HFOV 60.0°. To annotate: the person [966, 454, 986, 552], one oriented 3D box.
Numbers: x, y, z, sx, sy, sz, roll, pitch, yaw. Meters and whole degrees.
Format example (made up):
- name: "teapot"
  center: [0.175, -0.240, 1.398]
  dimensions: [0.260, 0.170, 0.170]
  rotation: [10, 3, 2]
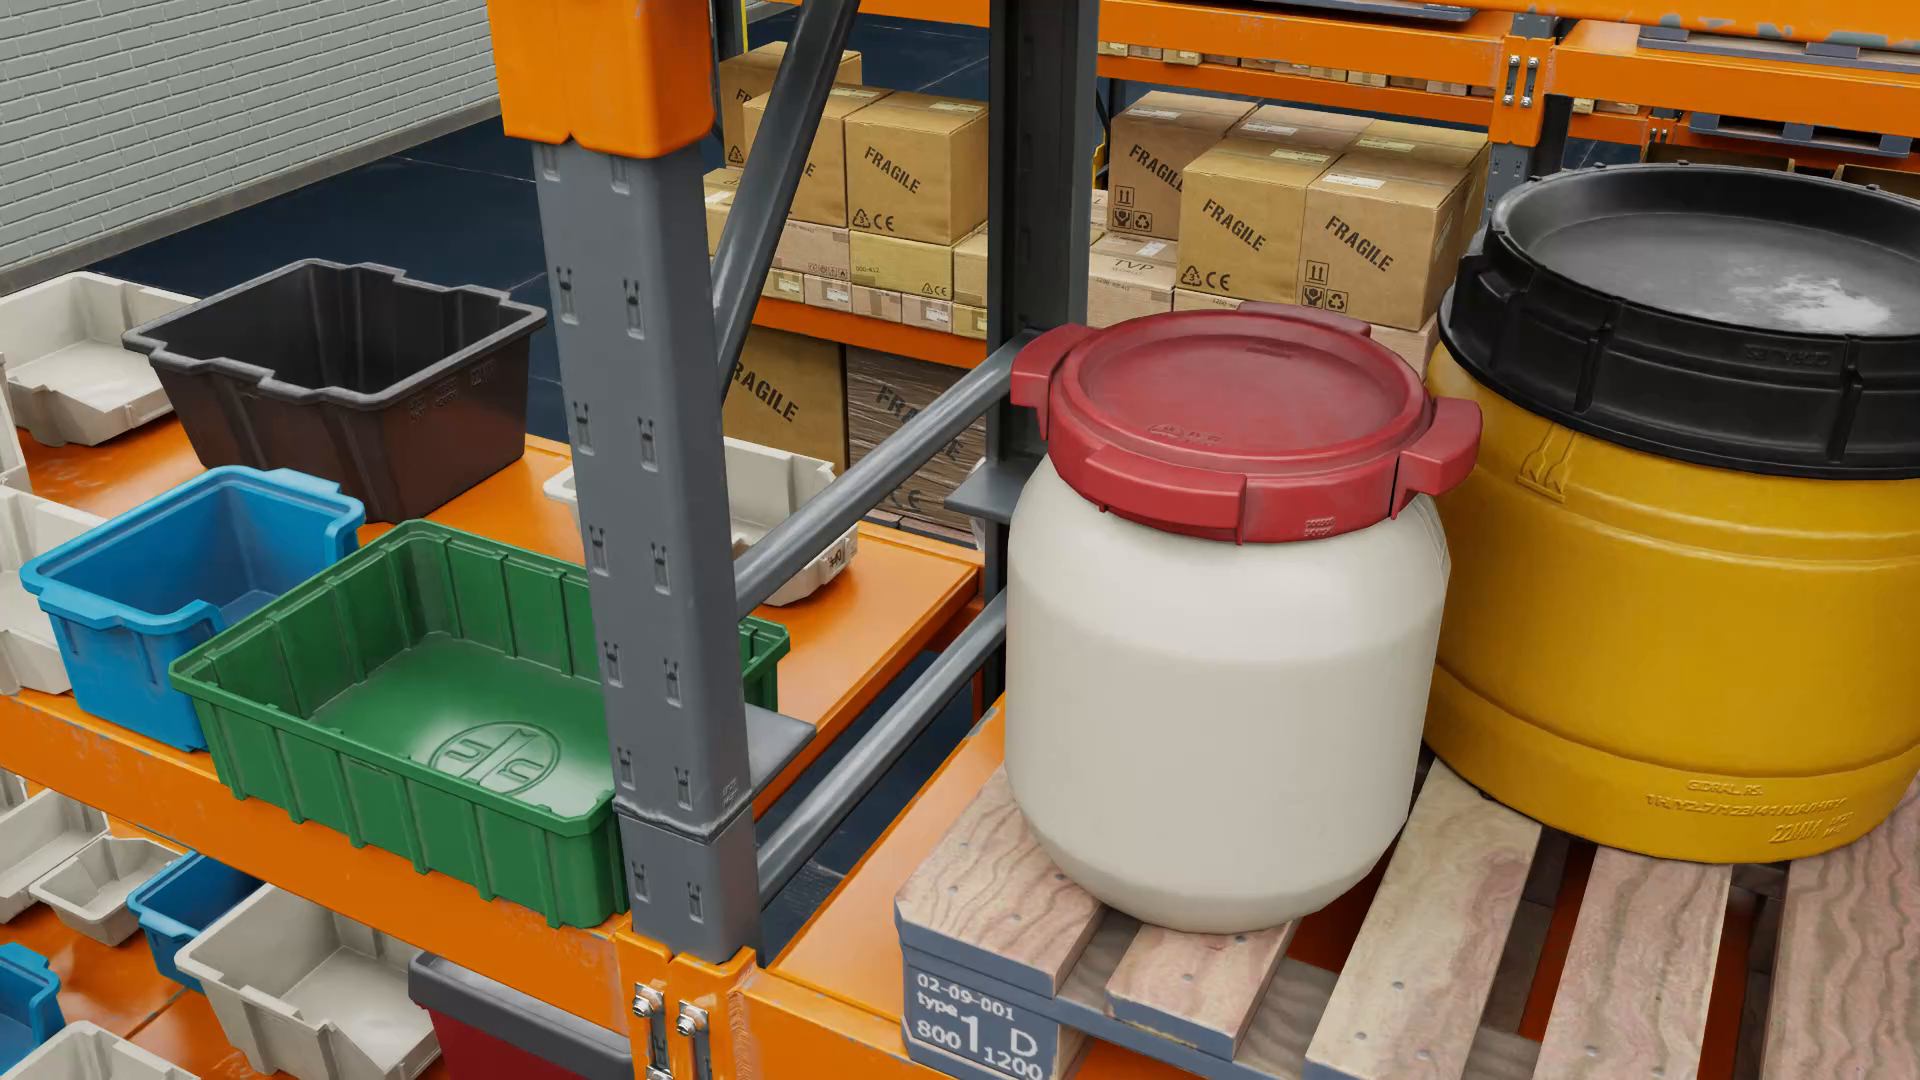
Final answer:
- name: "person"
  center: [0.325, 0.228, 6.209]
  dimensions: [0.557, 1.763, 0.505]
  rotation: [14, 33, 23]
